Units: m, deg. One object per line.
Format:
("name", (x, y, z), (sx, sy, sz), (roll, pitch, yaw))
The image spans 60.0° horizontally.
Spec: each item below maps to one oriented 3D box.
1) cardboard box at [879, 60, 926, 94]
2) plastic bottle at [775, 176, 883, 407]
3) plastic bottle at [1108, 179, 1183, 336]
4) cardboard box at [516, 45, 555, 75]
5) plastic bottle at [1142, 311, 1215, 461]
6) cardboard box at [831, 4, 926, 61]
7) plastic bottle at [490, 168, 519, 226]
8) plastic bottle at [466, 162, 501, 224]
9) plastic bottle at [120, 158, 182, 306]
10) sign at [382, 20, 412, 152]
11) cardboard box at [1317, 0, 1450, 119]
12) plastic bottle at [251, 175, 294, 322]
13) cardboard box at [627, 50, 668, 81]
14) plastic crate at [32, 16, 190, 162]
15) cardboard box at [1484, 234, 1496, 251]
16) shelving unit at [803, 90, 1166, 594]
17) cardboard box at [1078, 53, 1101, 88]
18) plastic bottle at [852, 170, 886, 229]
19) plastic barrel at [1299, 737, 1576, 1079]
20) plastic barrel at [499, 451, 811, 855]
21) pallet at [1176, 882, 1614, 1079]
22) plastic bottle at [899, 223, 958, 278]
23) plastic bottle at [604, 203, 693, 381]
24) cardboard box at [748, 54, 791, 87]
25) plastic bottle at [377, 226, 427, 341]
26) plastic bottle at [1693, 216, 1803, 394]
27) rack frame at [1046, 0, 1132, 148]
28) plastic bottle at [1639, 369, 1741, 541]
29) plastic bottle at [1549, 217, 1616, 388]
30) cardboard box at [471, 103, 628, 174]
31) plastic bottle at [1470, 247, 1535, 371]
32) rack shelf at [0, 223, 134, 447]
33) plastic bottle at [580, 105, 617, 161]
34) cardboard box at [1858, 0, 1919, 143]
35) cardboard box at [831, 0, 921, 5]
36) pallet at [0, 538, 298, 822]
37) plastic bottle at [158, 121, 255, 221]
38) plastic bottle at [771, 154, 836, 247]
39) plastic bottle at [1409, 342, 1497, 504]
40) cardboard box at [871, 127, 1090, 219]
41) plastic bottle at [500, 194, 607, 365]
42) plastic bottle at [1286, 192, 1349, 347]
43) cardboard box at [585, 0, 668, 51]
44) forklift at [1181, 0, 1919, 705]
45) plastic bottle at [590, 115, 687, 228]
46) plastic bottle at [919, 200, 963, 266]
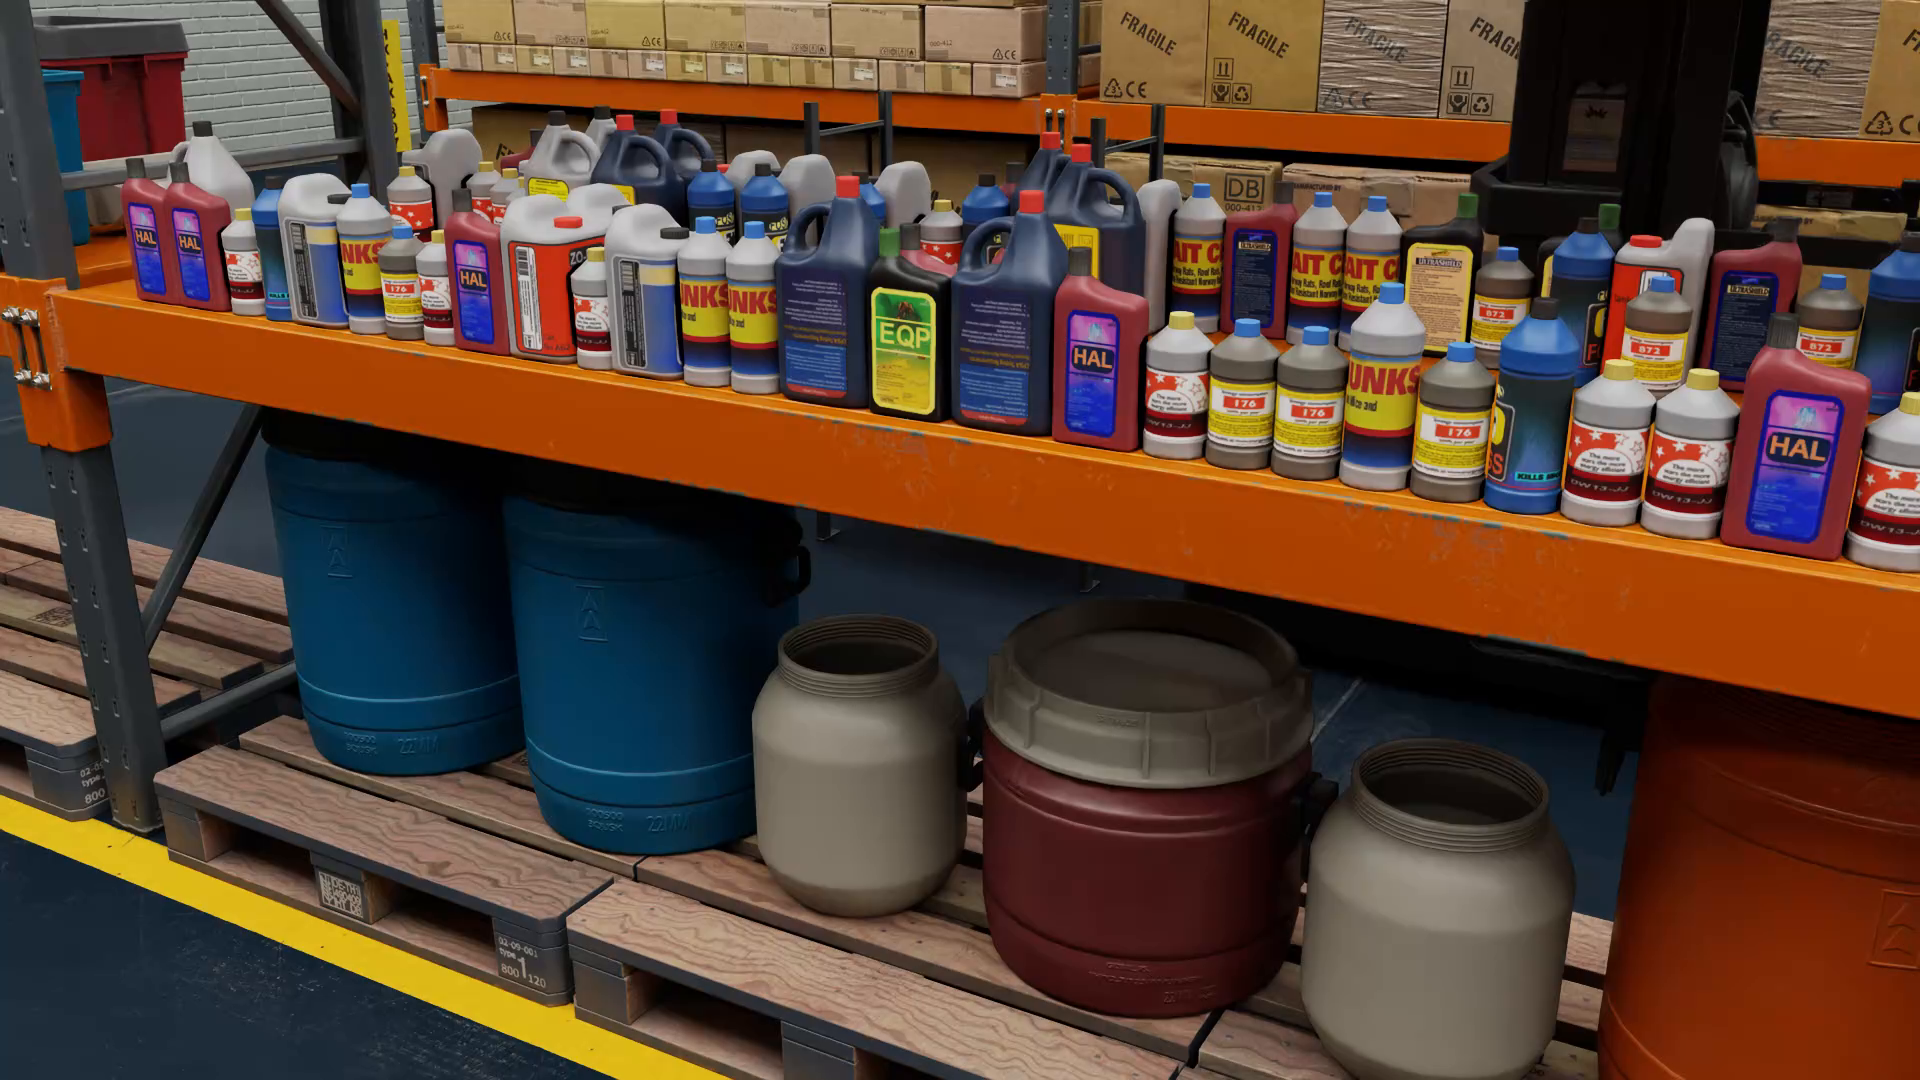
("cardboard box", (-0.190, -2.261, 8.067), (0.250, 0.149, 0.380), (10, 22, 26))
("plastic bottle", (-0.194, -0.399, 2.639), (0.185, 0.351, 0.144), (11, 23, 27))
("plastic bottle", (0.331, -0.541, 3.139), (0.135, 0.276, 0.152), (11, 23, 27))
("cardboard box", (-2.210, -2.645, 9.127), (0.250, 0.149, 0.380), (10, 22, 26))
("plastic bottle", (0.312, -0.224, 2.374), (0.097, 0.201, 0.097), (0, 20, 0))
("cardboard box", (-0.281, -2.490, 8.114), (0.500, 0.250, 0.500), (12, 23, 29))
("plastic bottle", (-1.027, -0.751, 3.829), (0.097, 0.201, 0.097), (0, 20, 0))
("plastic bottle", (-1.114, -0.792, 3.940), (0.097, 0.201, 0.097), (0, 20, 0))
("plastic bottle", (-1.618, -0.623, 3.354), (0.133, 0.283, 0.061), (11, 23, 27))
("sign", (-1.460, -1.159, 4.256), (0.005, 0.325, 0.100), (11, 23, 27))
("cardboard box", (1.841, -2.069, 7.025), (0.500, 0.500, 0.500), (10, 22, 26))
("plastic bottle", (-1.307, -0.565, 3.212), (0.097, 0.271, 0.097), (0, 20, 0))
("cardboard box", (-1.534, -2.517, 8.773), (0.250, 0.149, 0.380), (11, 22, 27))
("plastic crate", (-2.387, -1.147, 4.446), (0.583, 0.464, 0.402), (11, 23, 27))
("cardboard box", (2.810, -1.145, 7.123), (0.875, 0.875, 1.225), (11, 23, 27))
("shelving unit", (0.074, -0.691, 5.570), (1.048, 1.500, 0.538), (11, 23, 27))
("cardboard box", (0.589, -2.370, 8.369), (0.250, 0.149, 0.380), (11, 23, 27))
("plastic bottle", (-0.194, -0.590, 3.281), (0.097, 0.271, 0.097), (0, 20, 0))
("plastic barrel", (0.790, 0.628, 2.767), (0.421, 0.512, 0.421), (0, 20, 0))
("plastic barrel", (-0.645, 0.137, 3.551), (0.708, 0.901, 0.600), (11, 23, 27))
("pallet", (1.053, 0.992, 2.821), (1.213, 0.211, 1.003), (11, 23, 27))
("plastic bottle", (-0.045, -0.347, 2.594), (0.133, 0.283, 0.061), (11, 23, 27))
("plastic bottle", (-0.501, -0.424, 2.818), (0.135, 0.276, 0.152), (11, 23, 27))
("cardboard box", (-0.863, -2.389, 8.420), (0.250, 0.149, 0.380), (10, 22, 26))
("plastic bottle", (-1.020, -0.477, 3.073), (0.097, 0.201, 0.097), (0, 20, 0))
("plastic bottle", (1.277, -0.382, 2.690), (0.133, 0.283, 0.061), (11, 23, 27))
("rack frame", (0.685, -2.340, 7.917), (0.127, 3.000, 1.000), (11, 23, 27))
("plastic bottle", (0.907, -0.110, 2.061), (0.097, 0.201, 0.097), (0, 20, 0))
("plastic bottle", (1.020, -0.394, 2.742), (0.097, 0.271, 0.097), (0, 20, 0))
("cardboard box", (-2.209, -2.121, 9.814), (0.875, 0.875, 0.875), (11, 23, 27))
("plastic bottle", (0.933, -0.402, 2.865), (0.097, 0.201, 0.097), (0, 20, 0))
("rack shelf", (-3.476, -0.860, 4.892), (4.000, 0.370, 1.077), (11, 23, 27))
("plastic bottle", (-0.768, -0.787, 3.708), (0.185, 0.351, 0.144), (11, 23, 27))
("cardboard box", (3.626, -1.730, 6.089), (0.500, 0.500, 0.500), (12, 23, 29))
("cardboard box", (-0.282, -2.843, 7.989), (0.500, 0.500, 0.500), (11, 23, 28))
("pallet", (-2.391, 0.335, 4.633), (1.213, 0.211, 1.003), (11, 23, 27))
("plastic bottle", (-1.546, -0.681, 3.415), (0.185, 0.351, 0.144), (11, 23, 27))
("plastic bottle", (-0.352, -0.671, 3.498), (0.135, 0.276, 0.152), (11, 23, 27))
("plastic bottle", (0.652, -0.159, 2.195), (0.097, 0.201, 0.097), (0, 20, 0))
("cardboard box", (0.148, -1.672, 8.576), (0.875, 0.875, 0.875), (11, 23, 27))
("plastic bottle", (-0.704, -0.463, 2.924), (0.135, 0.276, 0.152), (11, 23, 27))
("plastic bottle", (0.647, -0.489, 3.004), (0.097, 0.271, 0.097), (0, 20, 0))
("cardboard box", (-1.626, -2.745, 8.818), (0.500, 0.250, 0.500), (10, 22, 26))
("forklift", (2.217, -0.994, 4.306), (3.031, 2.935, 1.130), (10, 22, 26))
("plastic bottle", (-0.677, -0.713, 3.505), (0.185, 0.351, 0.144), (11, 23, 27))
("plastic bottle", (-0.035, -0.586, 3.373), (0.097, 0.201, 0.097), (0, 20, 0))
